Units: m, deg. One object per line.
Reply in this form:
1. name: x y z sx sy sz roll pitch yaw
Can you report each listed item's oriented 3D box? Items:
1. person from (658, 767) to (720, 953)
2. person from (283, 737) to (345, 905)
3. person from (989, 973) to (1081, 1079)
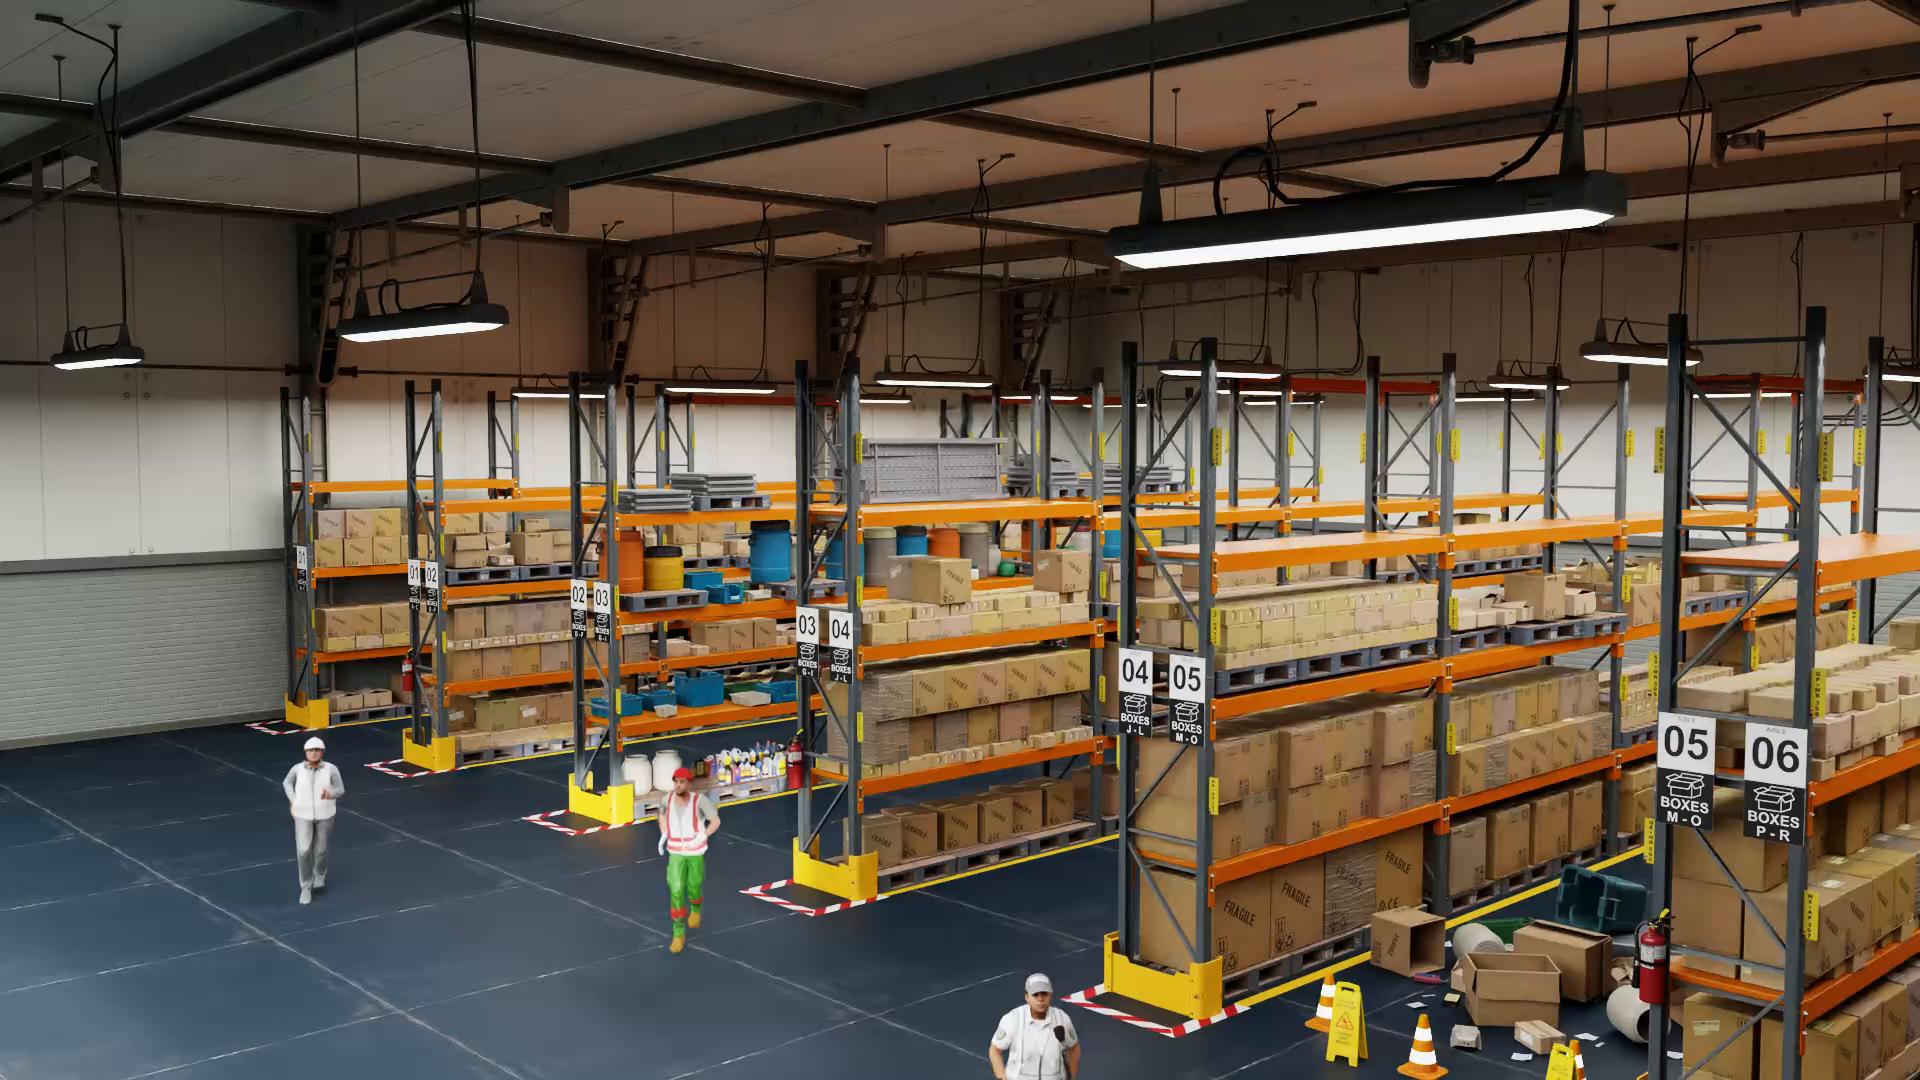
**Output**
1. person: -2.750 3.189 16.912 0.655 1.820 0.848 0 4 3
2. person: -7.183 3.105 18.518 0.638 1.833 0.777 -1 4 -22
3. person: 0.500 3.657 11.000 0.613 1.641 0.621 0 4 -5
